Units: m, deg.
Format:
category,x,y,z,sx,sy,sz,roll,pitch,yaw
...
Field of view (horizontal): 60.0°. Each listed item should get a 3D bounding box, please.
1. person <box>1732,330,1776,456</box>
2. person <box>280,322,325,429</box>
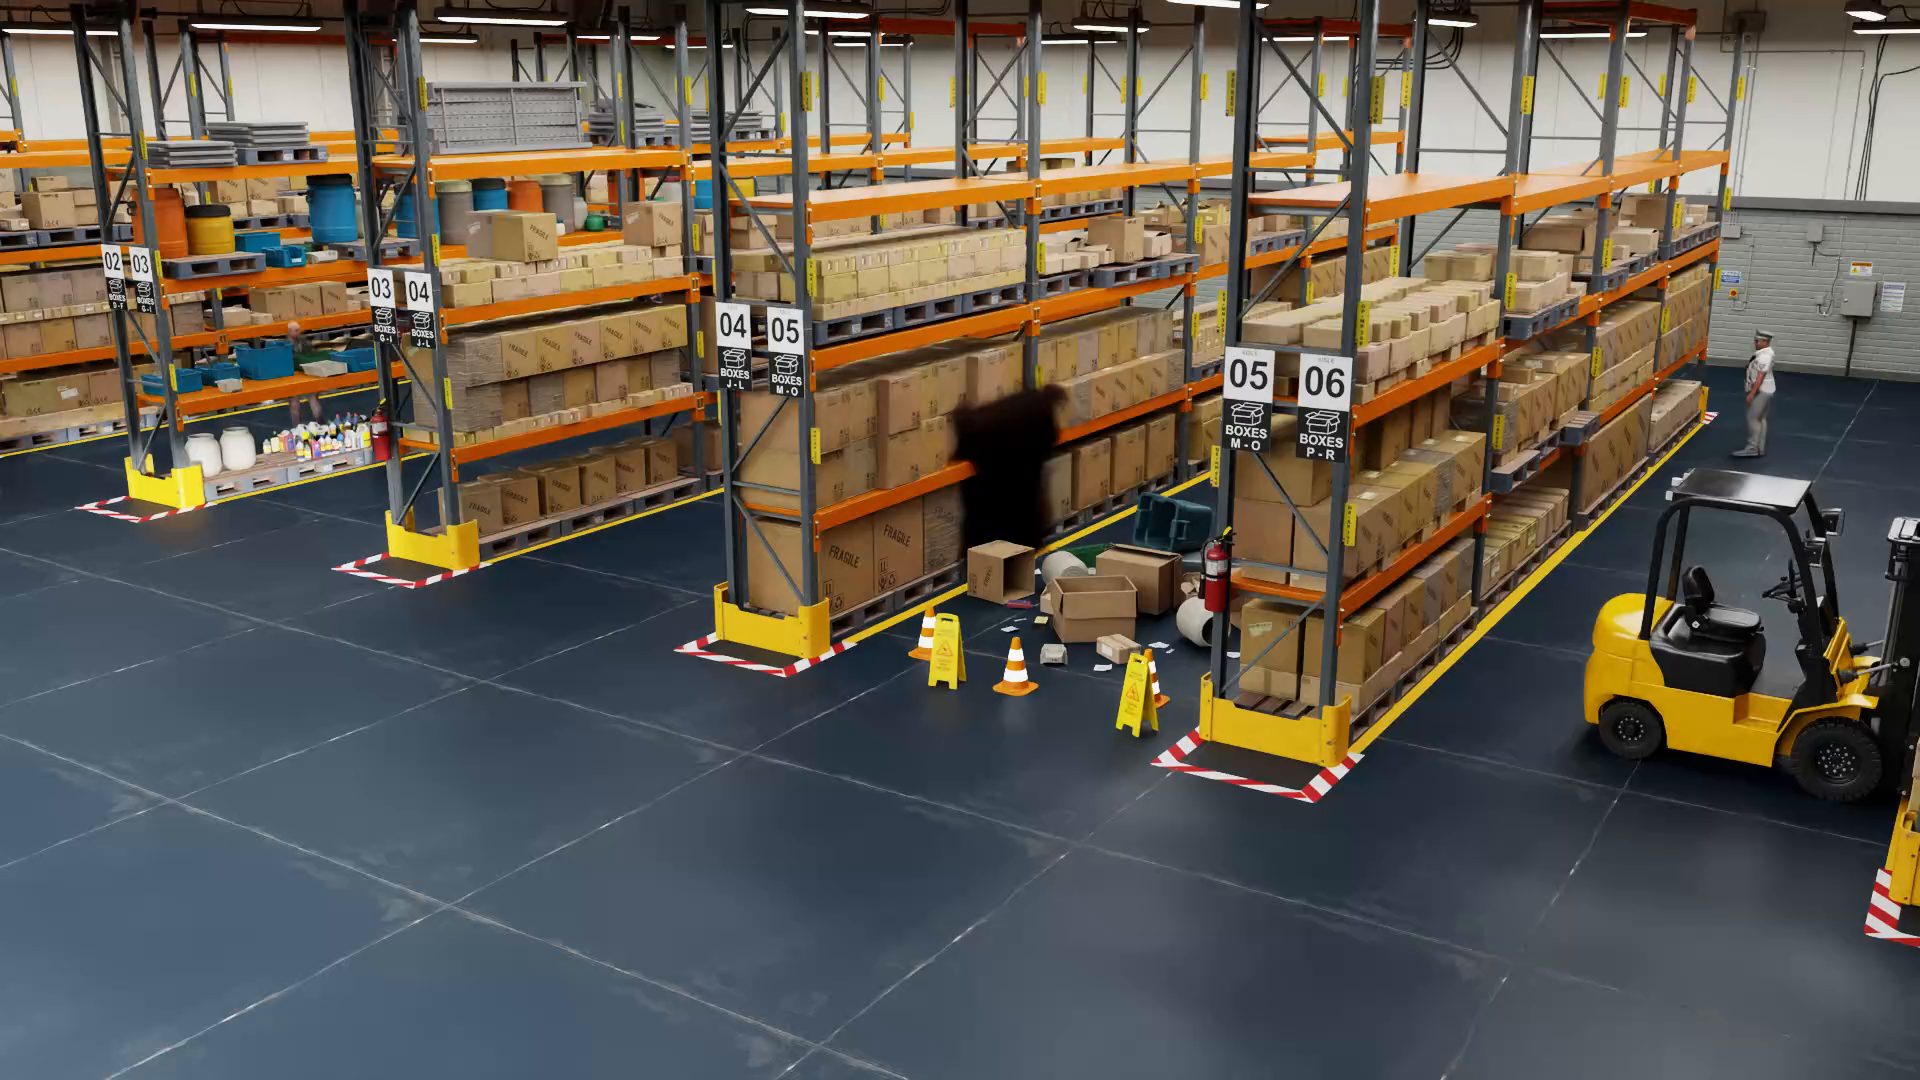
category,x,y,z,sx,sy,sz,roll,pitch,yaw
person,11.195,-2.056,23.311,0.416,1.759,0.553,11,19,35
person,-9.731,-2.338,24.487,0.602,1.756,0.388,-6,17,-20
